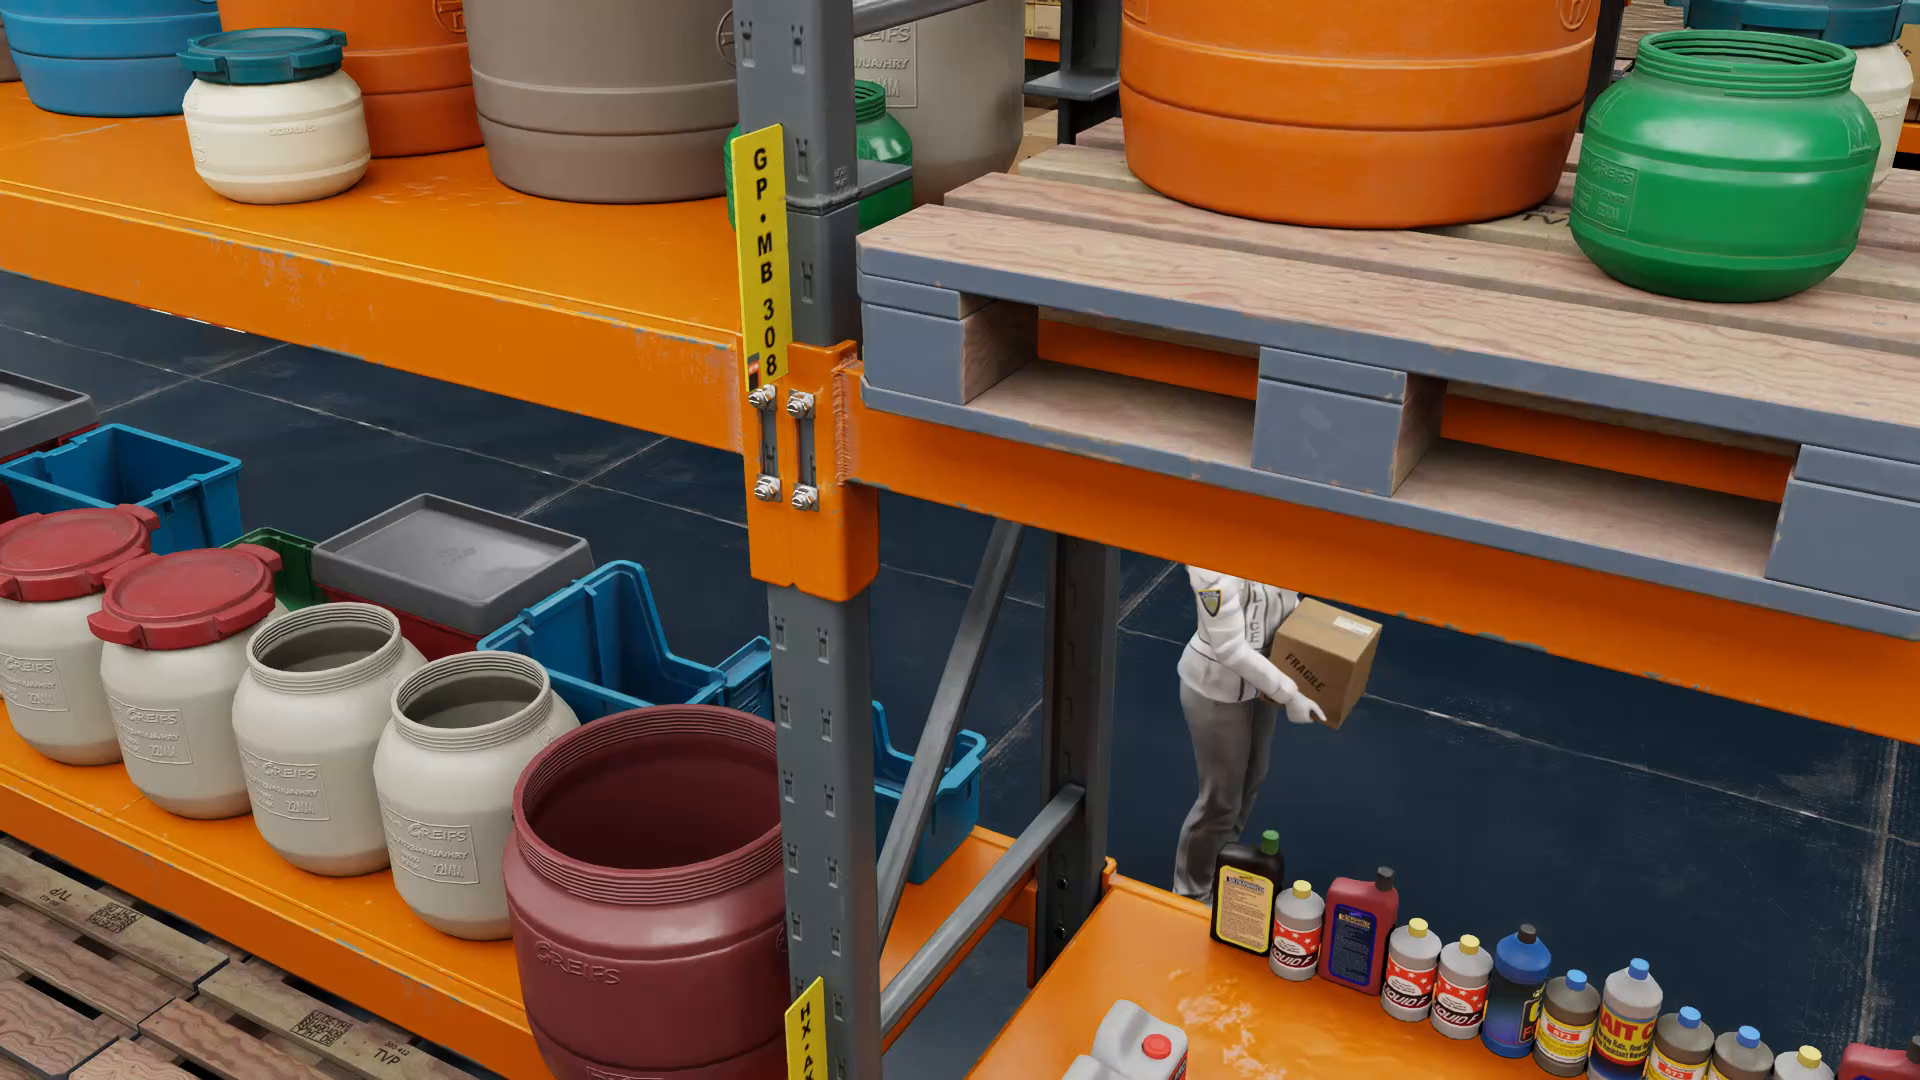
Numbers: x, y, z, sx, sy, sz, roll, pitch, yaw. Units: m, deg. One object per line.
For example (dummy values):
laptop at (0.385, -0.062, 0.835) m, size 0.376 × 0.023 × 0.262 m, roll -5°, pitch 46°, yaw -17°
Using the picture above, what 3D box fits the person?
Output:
person at (0.920, 0.474, 5.156) m, size 0.530 × 1.682 × 0.459 m, roll 15°, pitch 30°, yaw 27°
